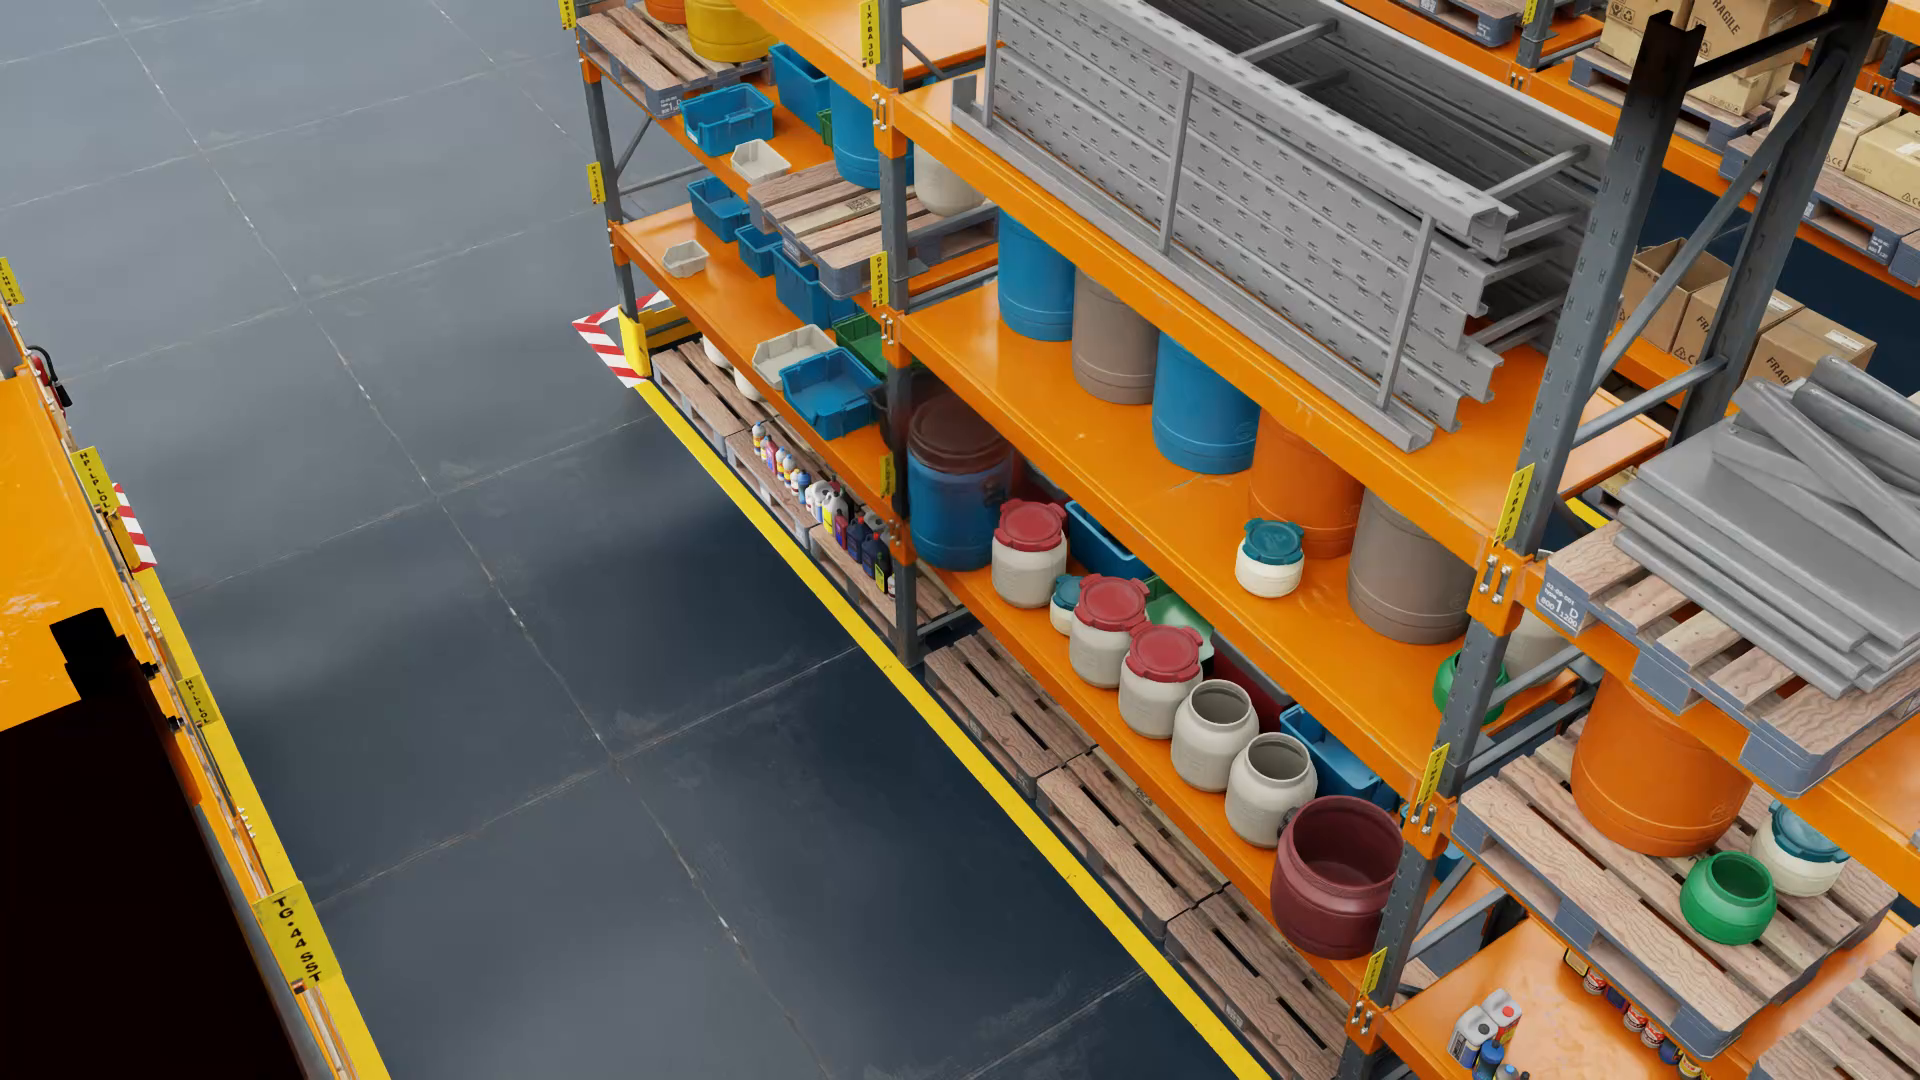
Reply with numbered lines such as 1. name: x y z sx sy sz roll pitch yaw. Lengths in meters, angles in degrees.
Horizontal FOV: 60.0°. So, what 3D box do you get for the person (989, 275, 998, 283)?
1. person: 0.432 -2.466 13.179 0.618 1.705 0.961 -17 45 -18
